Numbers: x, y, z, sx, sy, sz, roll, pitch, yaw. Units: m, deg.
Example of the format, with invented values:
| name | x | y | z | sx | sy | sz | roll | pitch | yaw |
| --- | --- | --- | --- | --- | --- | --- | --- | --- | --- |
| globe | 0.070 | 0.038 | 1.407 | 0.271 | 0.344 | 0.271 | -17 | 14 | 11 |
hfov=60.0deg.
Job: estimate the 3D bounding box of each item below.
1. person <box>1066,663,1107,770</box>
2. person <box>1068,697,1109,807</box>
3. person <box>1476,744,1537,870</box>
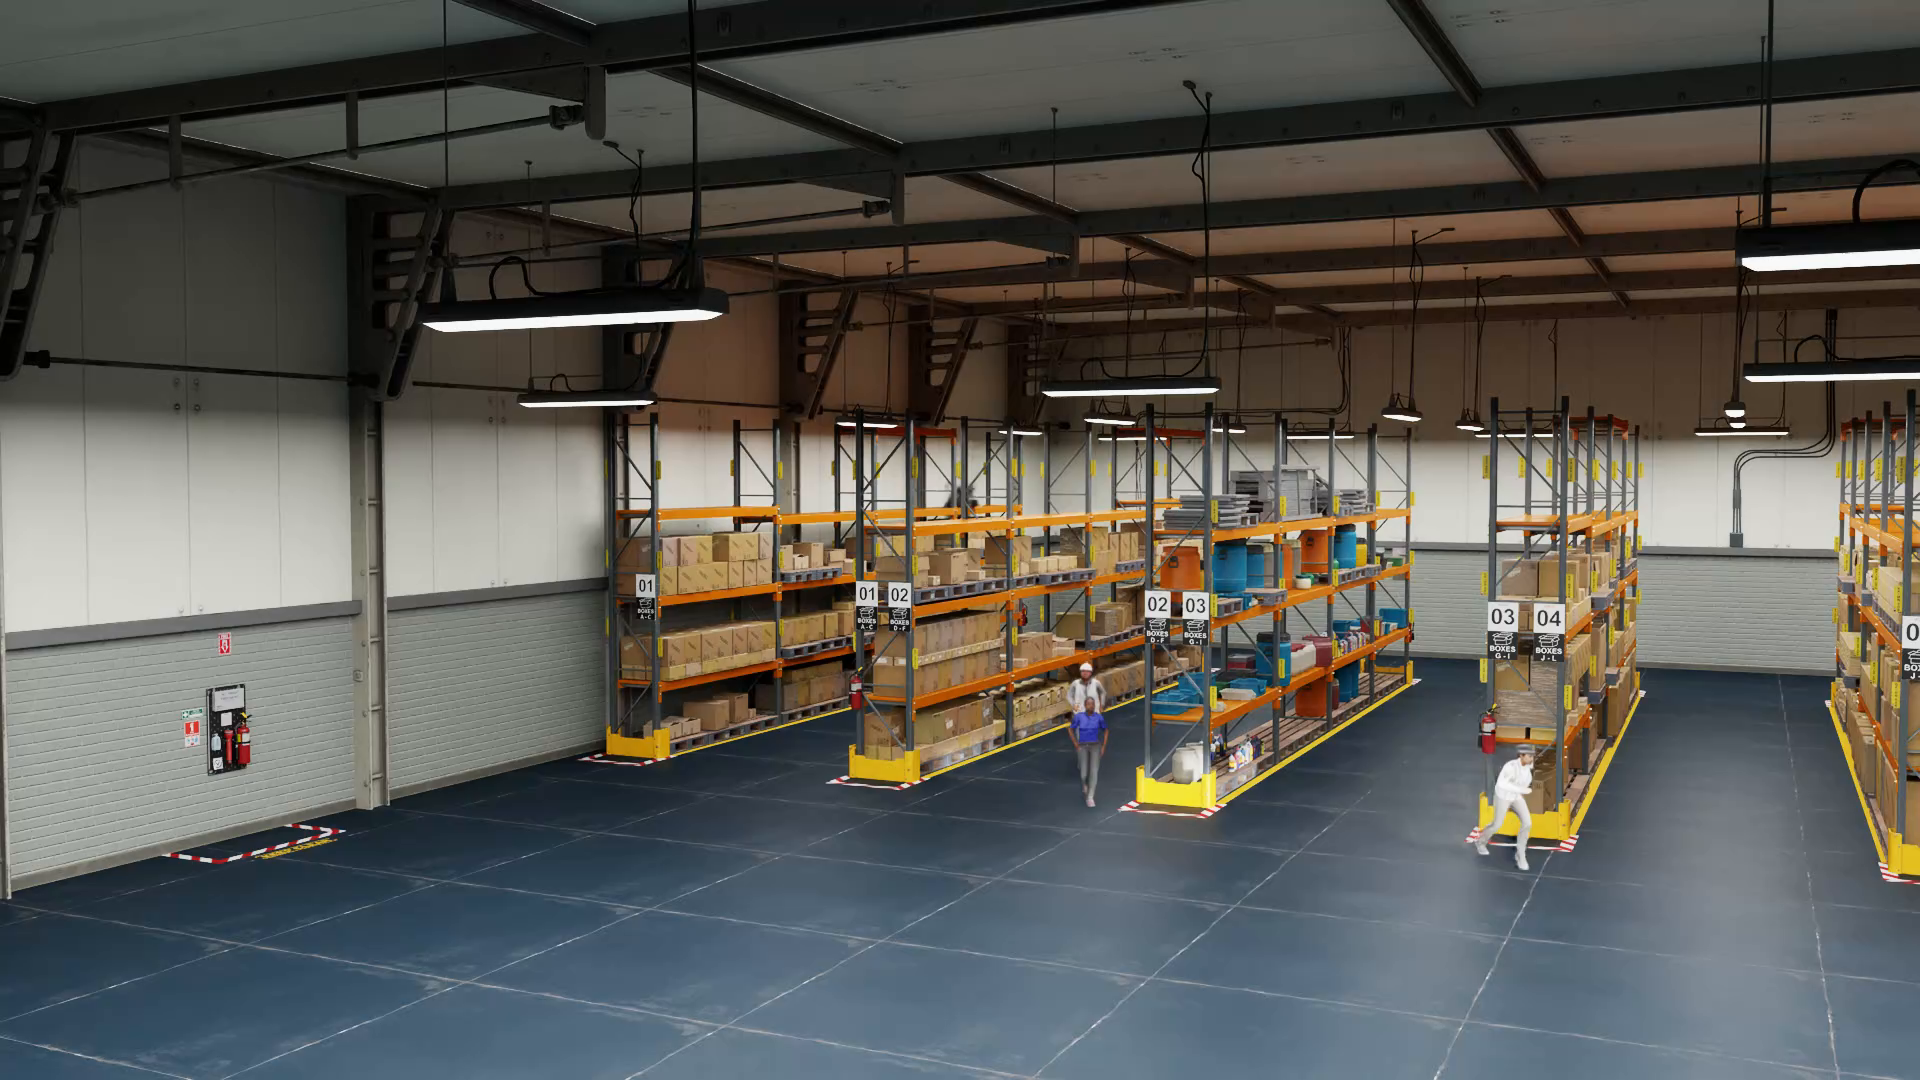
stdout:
| name | x | y | z | sx | sy | sz | roll | pitch | yaw |
| --- | --- | --- | --- | --- | --- | --- | --- | --- | --- |
| person | 2.130 | 2.949 | 28.129 | 0.683 | 1.767 | 0.929 | 0 | 2 | 9 |
| person | 1.931 | 3.204 | 24.938 | 0.610 | 1.534 | 0.468 | 0 | 2 | 3 |
| person | 6.959 | 3.347 | 21.155 | 0.654 | 1.617 | 0.950 | -1 | 3 | -27 |
